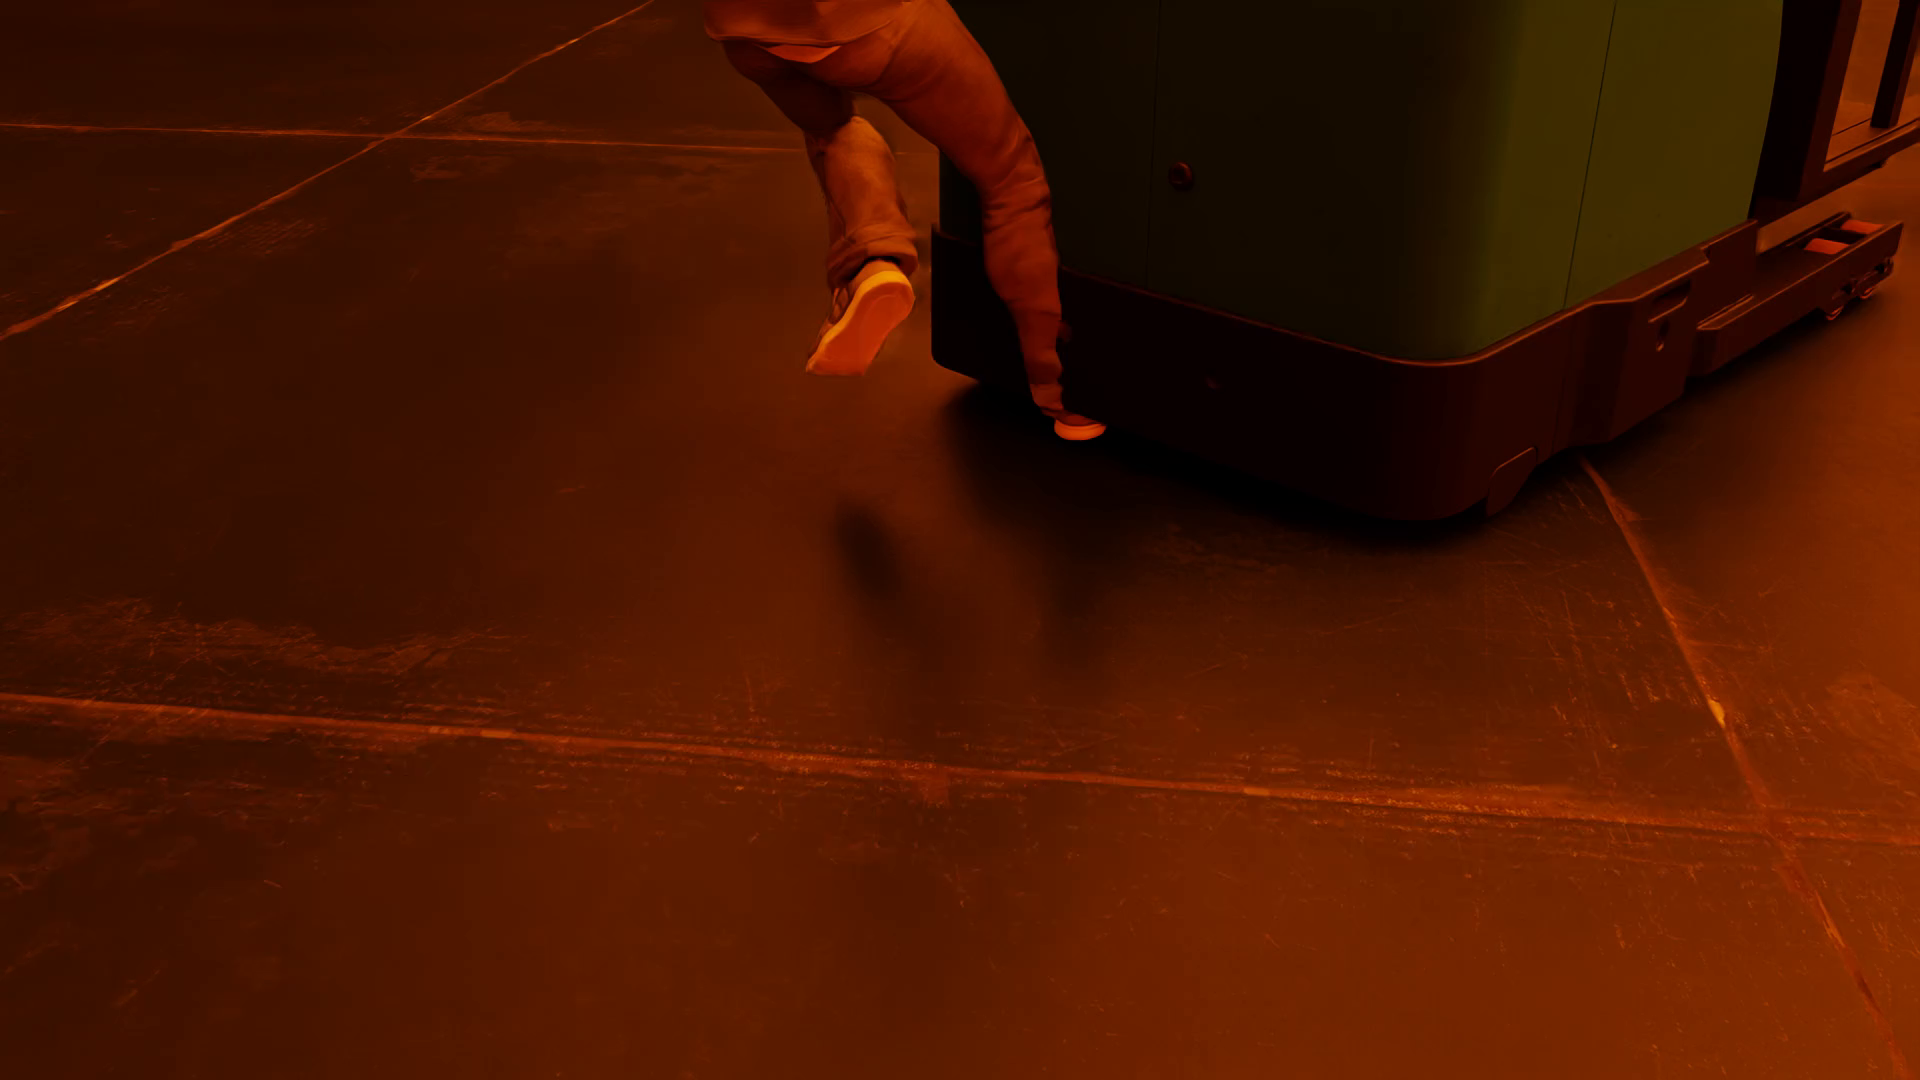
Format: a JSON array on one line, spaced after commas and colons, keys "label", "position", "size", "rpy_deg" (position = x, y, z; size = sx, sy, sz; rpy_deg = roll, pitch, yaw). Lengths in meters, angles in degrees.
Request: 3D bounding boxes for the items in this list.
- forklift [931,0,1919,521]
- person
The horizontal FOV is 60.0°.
[{"label": "forklift", "position": [1.340, -1.900, 3.026], "size": [1.130, 2.935, 3.031], "rpy_deg": [24, 35, 39]}, {"label": "person", "position": [-0.069, -0.868, 2.568], "size": [0.639, 1.479, 0.604], "rpy_deg": [13, 29, 24]}]
